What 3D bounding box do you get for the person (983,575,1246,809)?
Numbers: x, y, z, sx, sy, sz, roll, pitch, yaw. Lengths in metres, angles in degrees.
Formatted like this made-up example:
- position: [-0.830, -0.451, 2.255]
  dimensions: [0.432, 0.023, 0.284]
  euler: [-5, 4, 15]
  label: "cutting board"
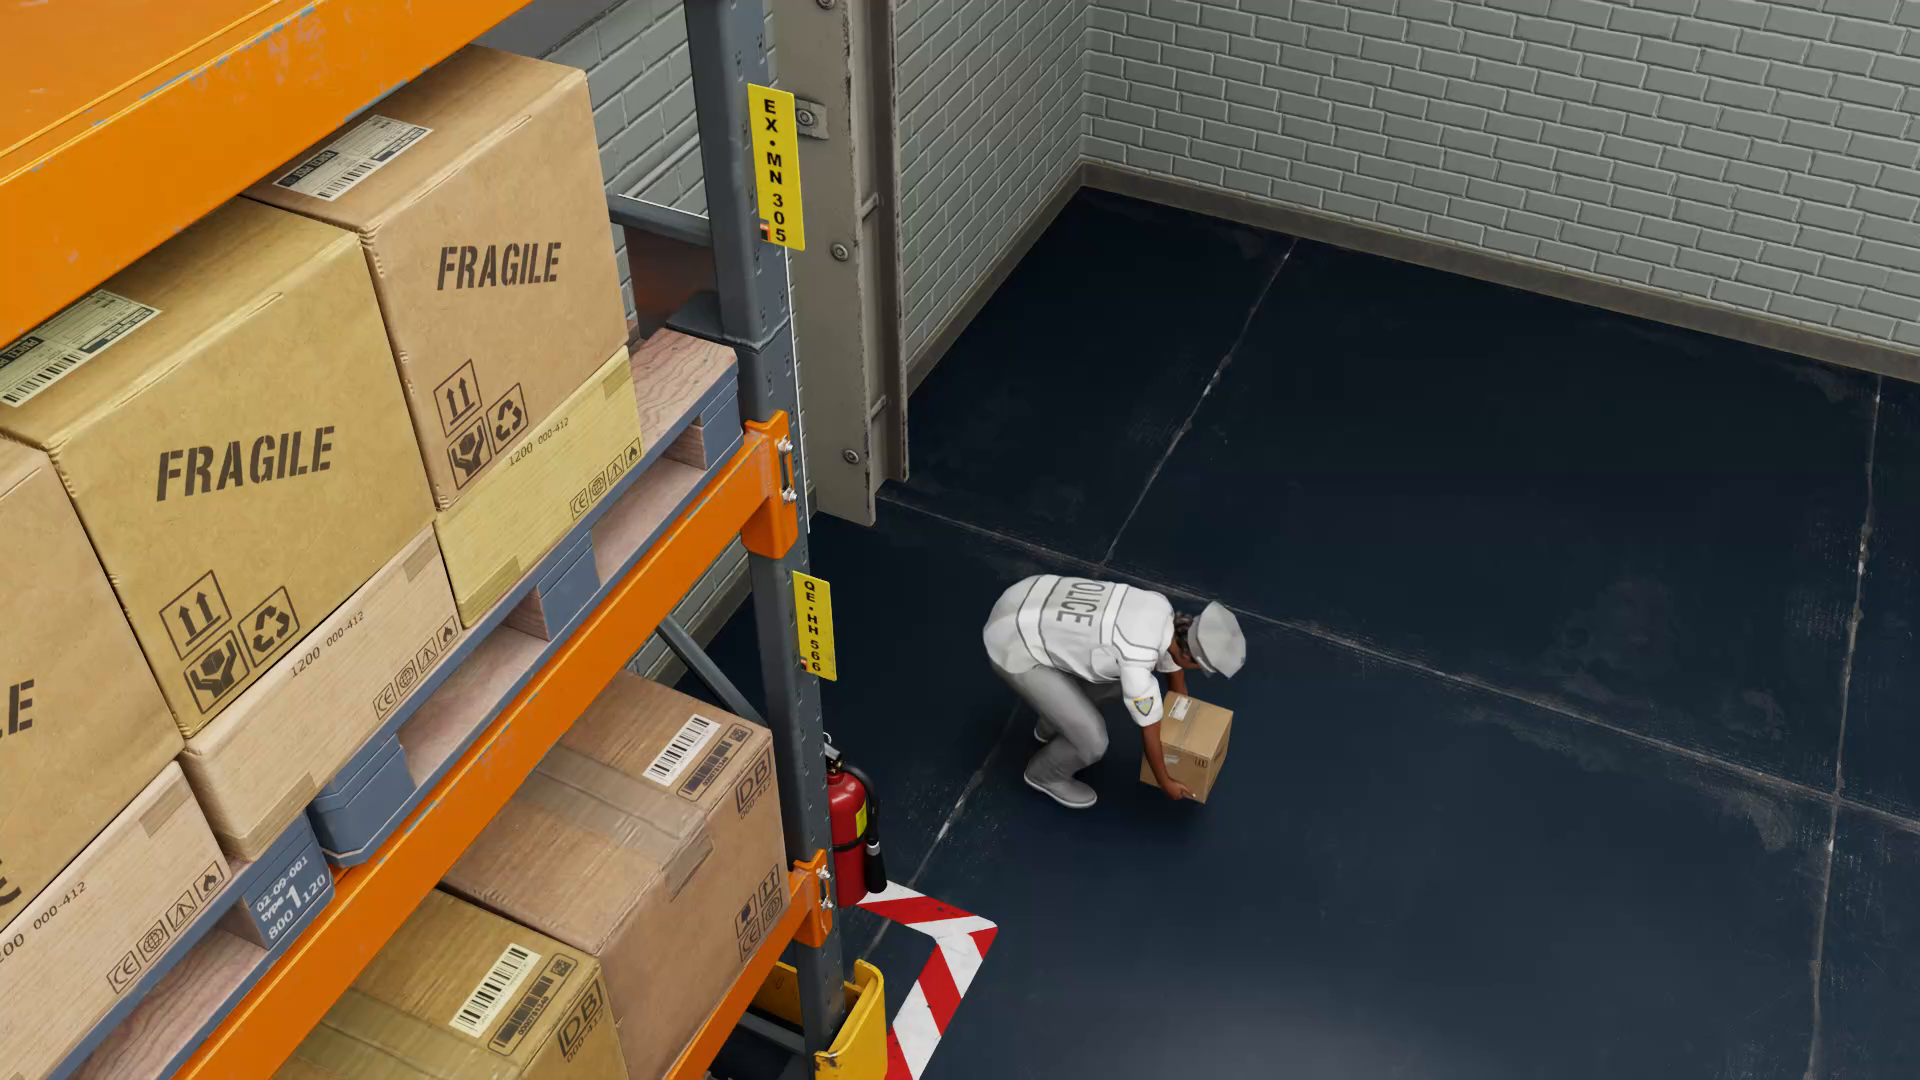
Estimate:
- position: [2.571, 4.676, 0.882]
  dimensions: [9.701, 1.841, 11.130]
  euler: [15, 44, 16]
  label: "person"
